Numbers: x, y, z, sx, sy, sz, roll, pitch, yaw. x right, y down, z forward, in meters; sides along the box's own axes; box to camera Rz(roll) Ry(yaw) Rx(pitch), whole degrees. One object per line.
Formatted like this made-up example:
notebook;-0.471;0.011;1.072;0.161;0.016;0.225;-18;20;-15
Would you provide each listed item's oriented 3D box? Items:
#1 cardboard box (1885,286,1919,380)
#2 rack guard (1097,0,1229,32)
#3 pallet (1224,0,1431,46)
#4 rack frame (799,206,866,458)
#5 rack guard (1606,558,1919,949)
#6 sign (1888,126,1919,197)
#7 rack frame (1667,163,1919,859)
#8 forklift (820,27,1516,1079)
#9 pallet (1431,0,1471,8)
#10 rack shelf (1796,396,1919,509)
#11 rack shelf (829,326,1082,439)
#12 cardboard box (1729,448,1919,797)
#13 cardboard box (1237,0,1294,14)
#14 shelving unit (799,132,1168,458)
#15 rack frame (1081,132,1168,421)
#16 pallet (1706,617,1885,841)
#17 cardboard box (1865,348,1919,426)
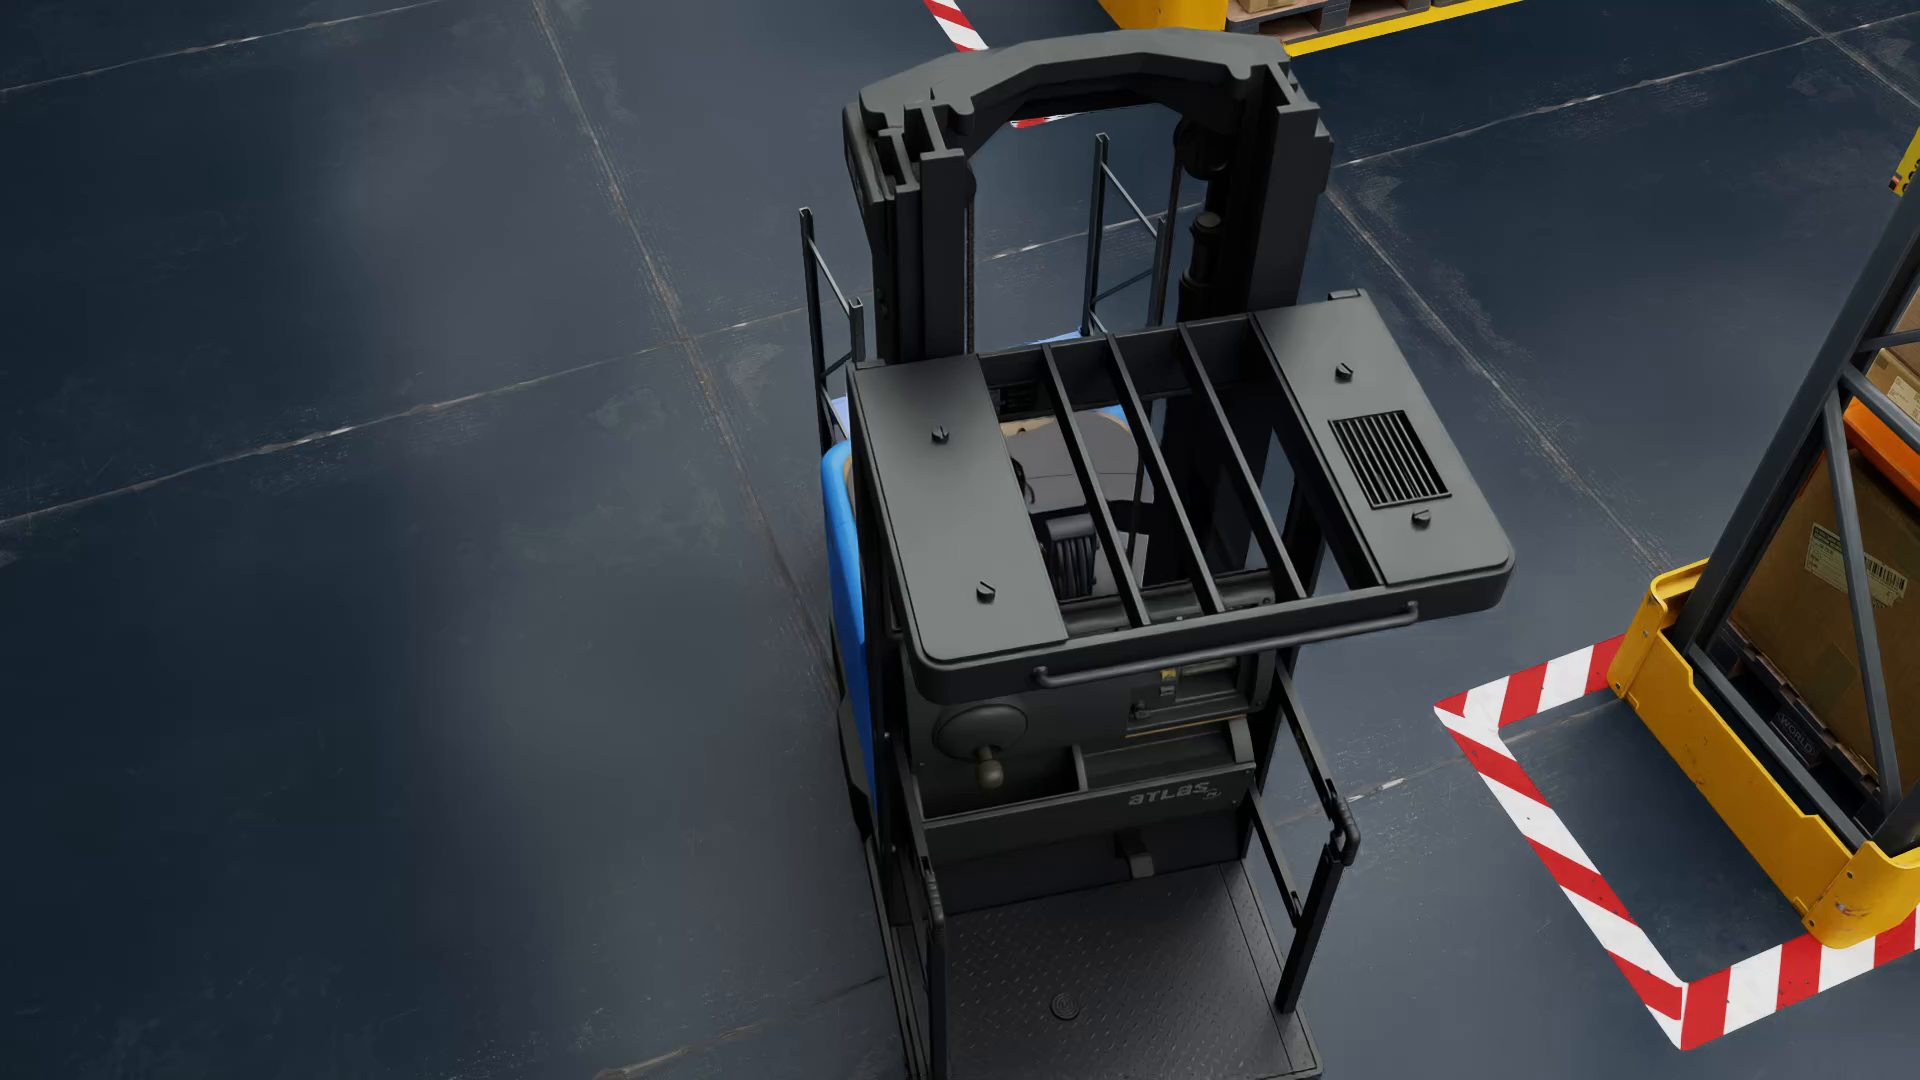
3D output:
cardboard box;2.996;-0.532;4.633;0.500;0.250;0.500;-18;52;-15
rack guard;0.937;-2.879;8.393;0.348;0.500;1.175;-17;52;-14
pallet;1.702;-2.993;8.681;1.213;0.211;1.003;-17;52;-14
rack frame;-0.392;-0.367;5.577;0.032;1.500;0.500;-17;52;-14
rack guard;2.626;0.662;5.352;0.348;0.500;1.175;-17;52;-14
sign;2.456;-0.998;4.211;0.005;0.325;0.100;-17;52;-14
rack frame;2.648;-0.159;4.409;0.127;3.000;1.000;-17;52;-14
forklift;0.368;0.463;3.920;1.130;2.935;3.031;-9;50;-8
pallet;2.830;-3.340;8.979;1.213;0.211;1.003;-17;52;-14
rack shelf;4.500;-0.498;5.175;4.000;0.370;1.077;-17;52;-14
rack shelf;0.079;-0.396;5.839;1.000;0.185;0.538;-17;52;-14
cardboard box;3.210;0.157;5.262;0.875;0.875;0.875;-17;52;-14
cardboard box;1.472;-2.805;8.284;0.250;0.149;0.380;-16;51;-14
shelving unit;0.079;-0.513;5.702;1.048;1.500;0.538;-17;52;-14
rack frame;0.550;-0.659;5.827;0.032;1.500;0.500;-17;52;-14
pallet;3.359;0.465;5.711;1.213;0.211;1.003;-17;52;-14
cardboard box;2.853;-0.410;4.791;0.250;0.149;0.380;-16;51;-14
